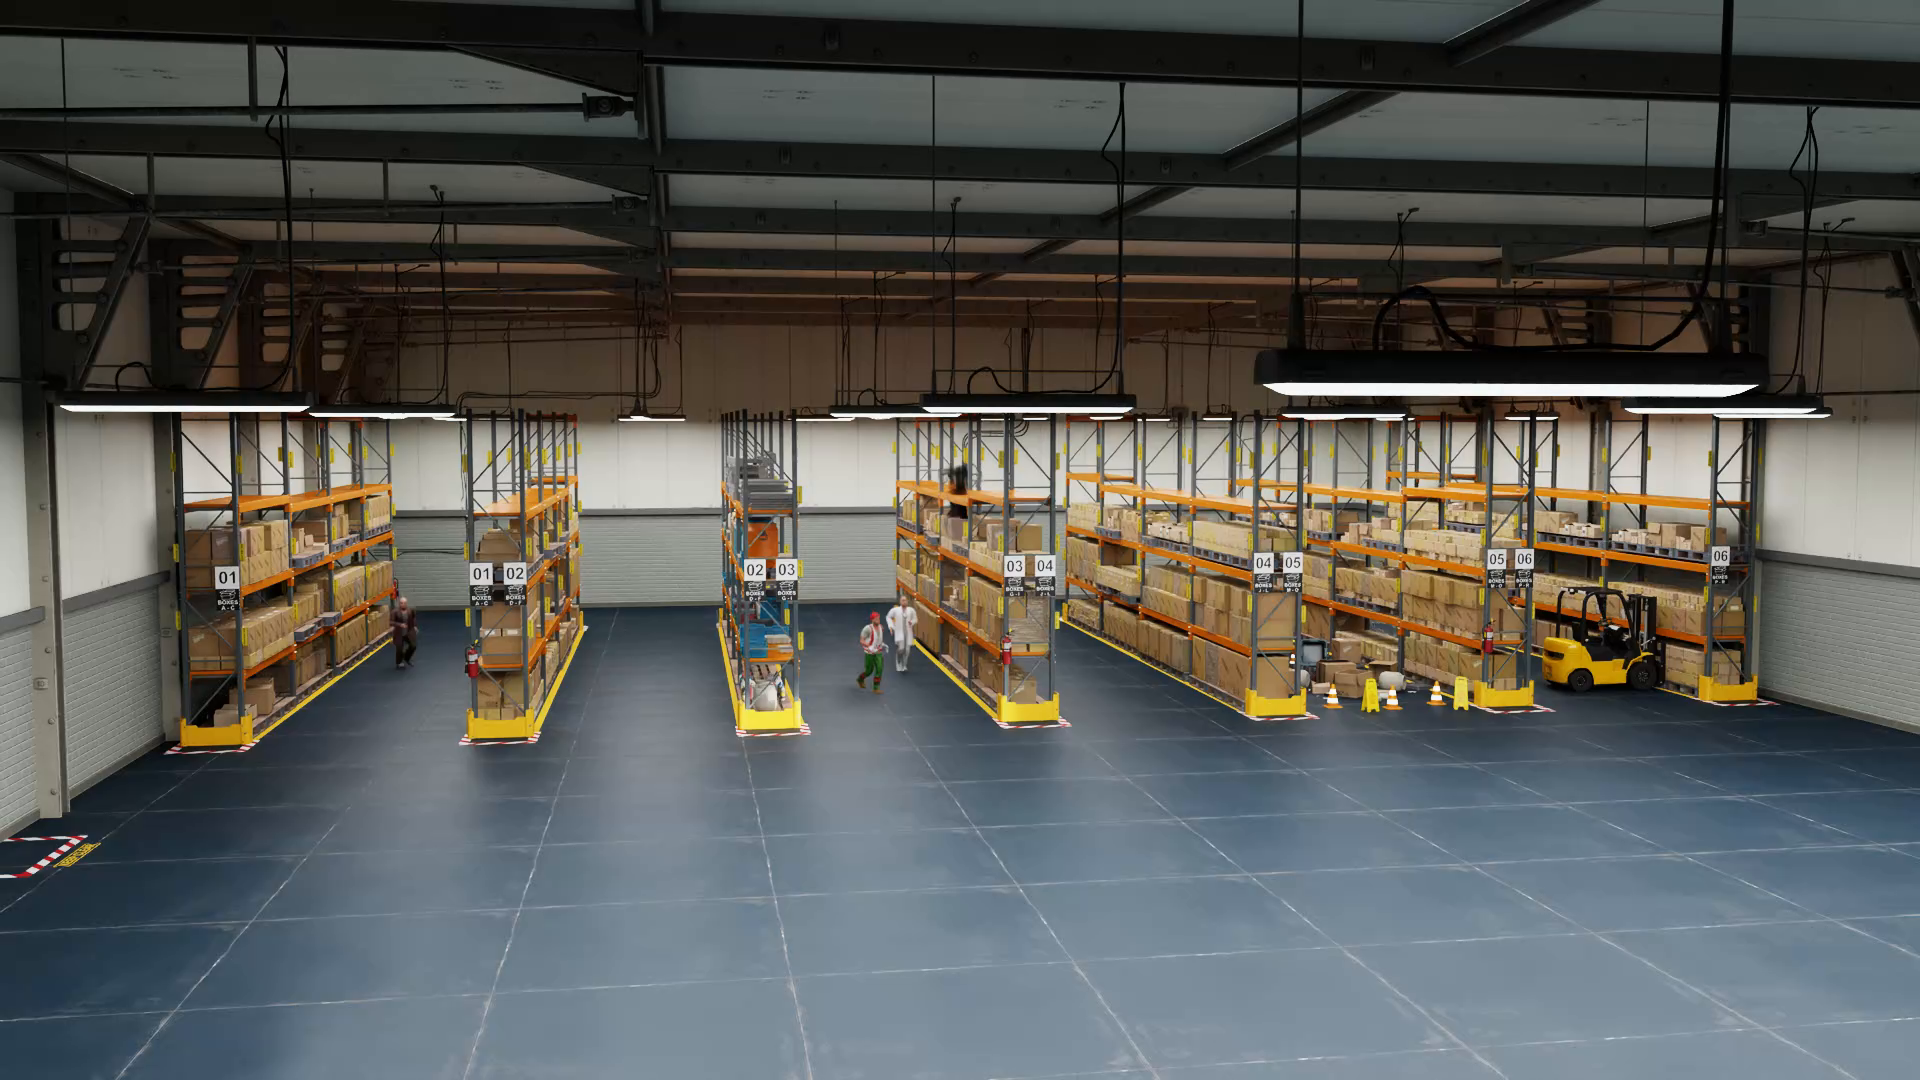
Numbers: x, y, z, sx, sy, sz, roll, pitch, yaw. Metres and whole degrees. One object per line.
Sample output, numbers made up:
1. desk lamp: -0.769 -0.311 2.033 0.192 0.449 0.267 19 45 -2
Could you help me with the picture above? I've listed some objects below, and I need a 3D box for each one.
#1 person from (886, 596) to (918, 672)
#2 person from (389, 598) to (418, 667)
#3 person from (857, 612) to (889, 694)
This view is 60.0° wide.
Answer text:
1. person: -1.298 2.275 38.253 0.690 1.540 0.702 -1 4 -15
2. person: -12.980 2.173 38.817 0.715 1.670 0.923 -3 5 -35
3. person: -1.903 2.388 35.403 0.663 1.742 0.846 -3 5 -36
